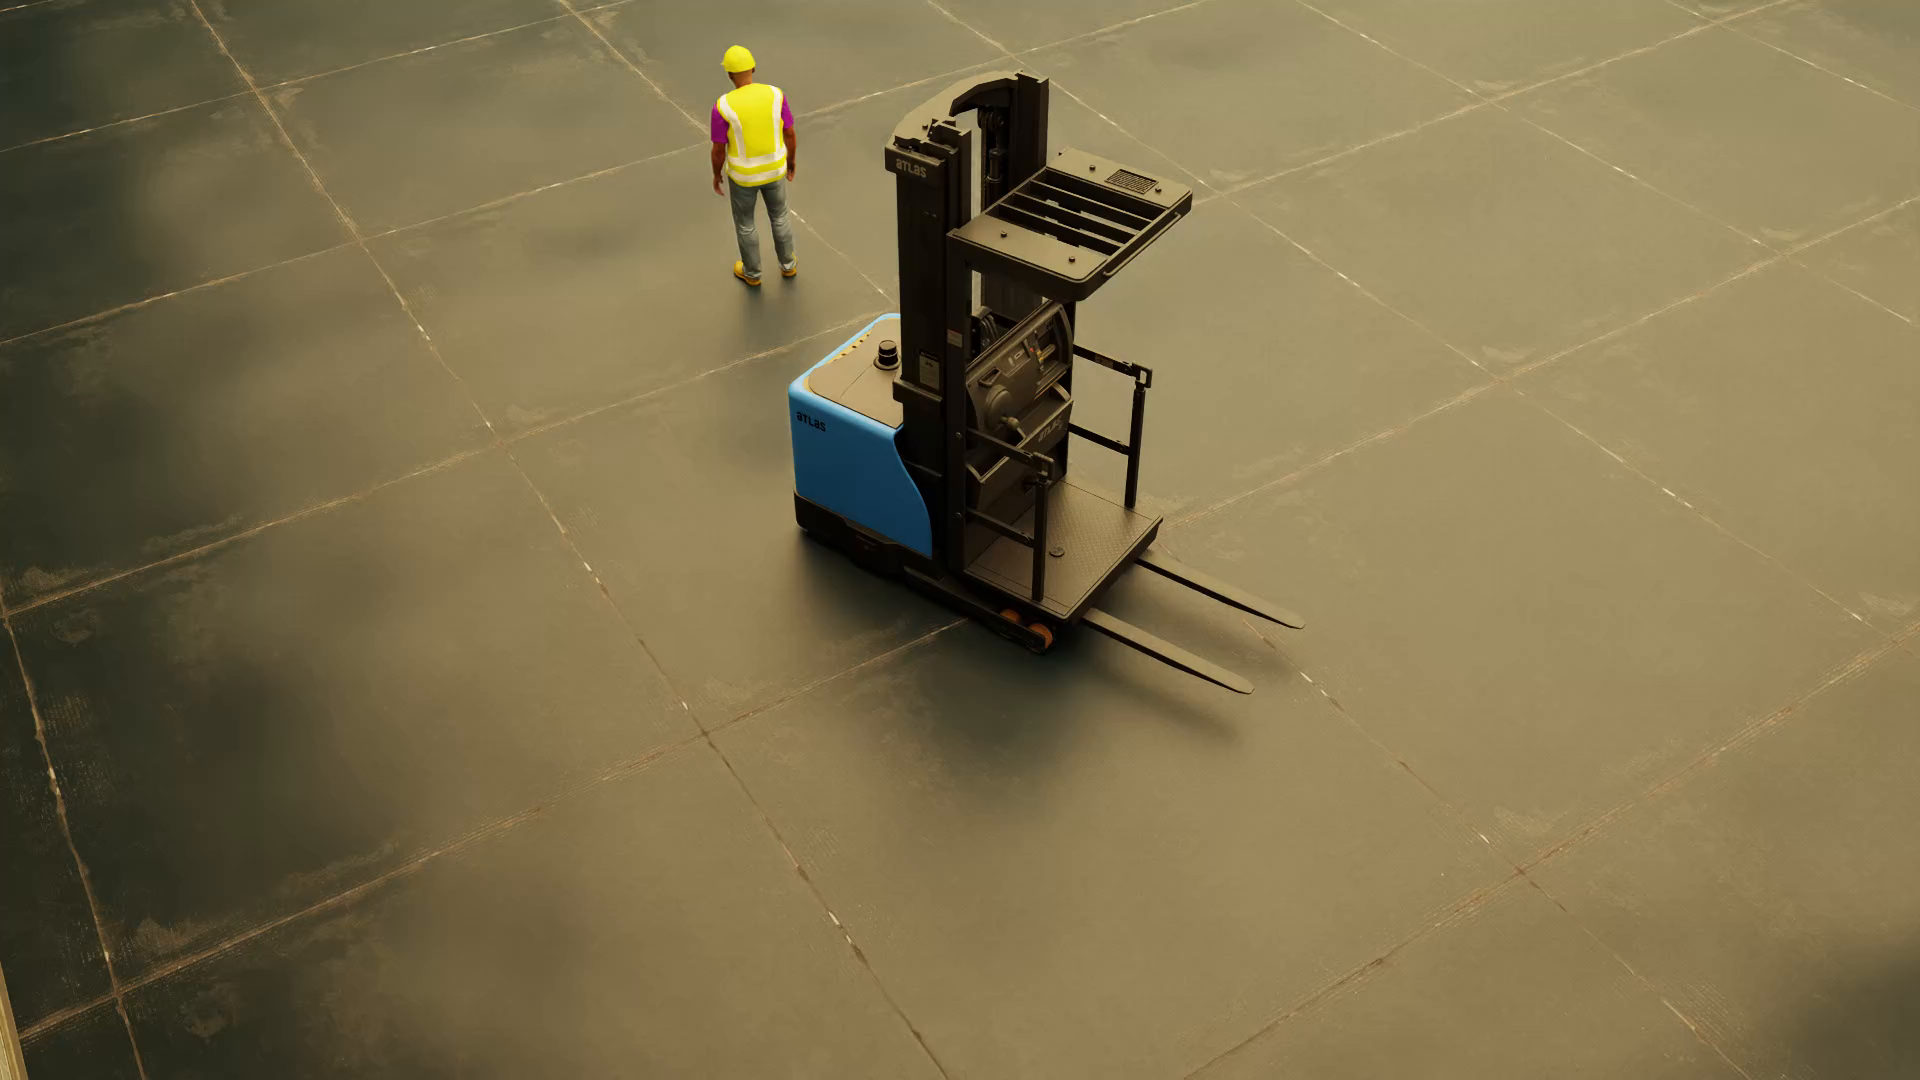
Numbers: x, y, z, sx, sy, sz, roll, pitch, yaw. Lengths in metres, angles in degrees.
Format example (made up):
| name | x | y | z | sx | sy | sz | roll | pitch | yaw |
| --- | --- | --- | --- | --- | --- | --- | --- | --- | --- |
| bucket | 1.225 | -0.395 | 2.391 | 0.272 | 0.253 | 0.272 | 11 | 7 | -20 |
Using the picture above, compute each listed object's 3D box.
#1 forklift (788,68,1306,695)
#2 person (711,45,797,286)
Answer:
| name | x | y | z | sx | sy | sz | roll | pitch | yaw |
| --- | --- | --- | --- | --- | --- | --- | --- | --- | --- |
| forklift | 0.496 | -0.872 | 8.869 | 3.031 | 2.935 | 1.130 | 25 | 47 | 26 |
| person | -1.455 | -2.639 | 11.783 | 0.627 | 1.761 | 0.461 | -17 | 44 | -18 |
